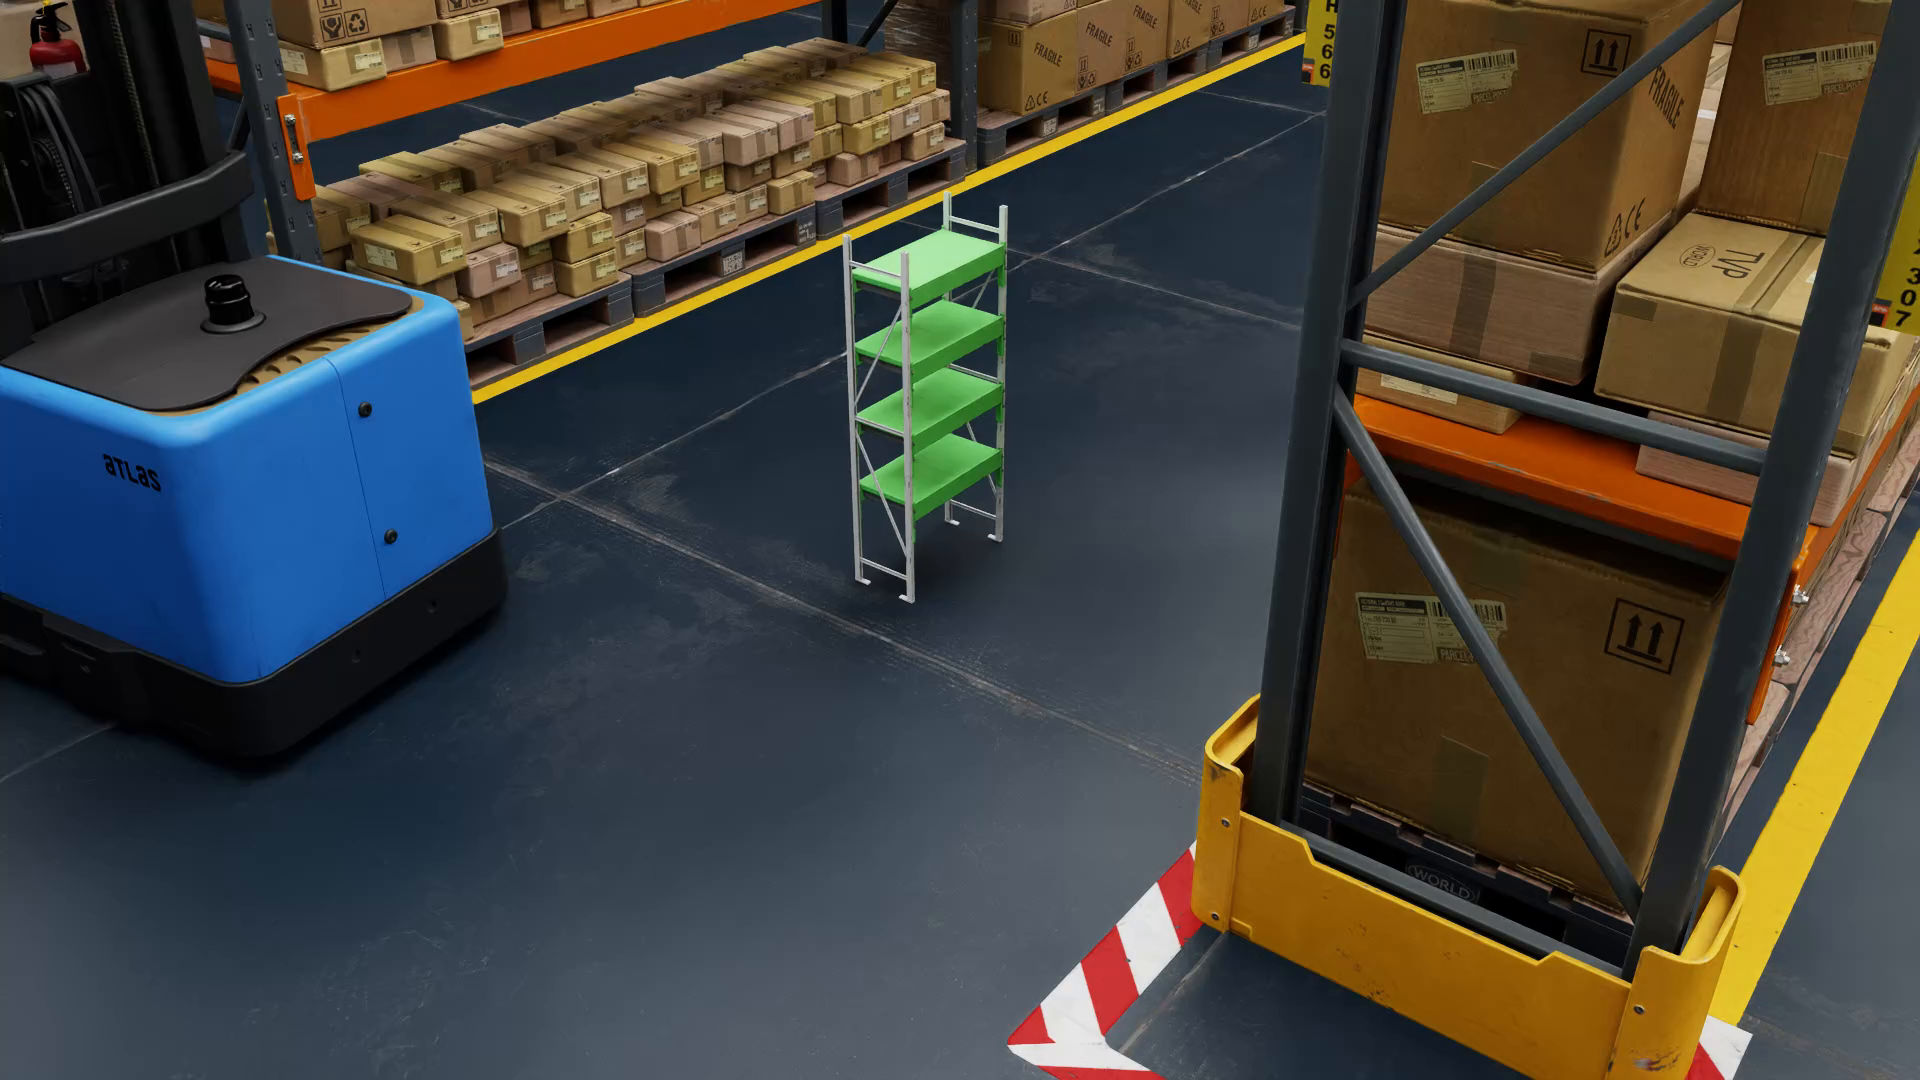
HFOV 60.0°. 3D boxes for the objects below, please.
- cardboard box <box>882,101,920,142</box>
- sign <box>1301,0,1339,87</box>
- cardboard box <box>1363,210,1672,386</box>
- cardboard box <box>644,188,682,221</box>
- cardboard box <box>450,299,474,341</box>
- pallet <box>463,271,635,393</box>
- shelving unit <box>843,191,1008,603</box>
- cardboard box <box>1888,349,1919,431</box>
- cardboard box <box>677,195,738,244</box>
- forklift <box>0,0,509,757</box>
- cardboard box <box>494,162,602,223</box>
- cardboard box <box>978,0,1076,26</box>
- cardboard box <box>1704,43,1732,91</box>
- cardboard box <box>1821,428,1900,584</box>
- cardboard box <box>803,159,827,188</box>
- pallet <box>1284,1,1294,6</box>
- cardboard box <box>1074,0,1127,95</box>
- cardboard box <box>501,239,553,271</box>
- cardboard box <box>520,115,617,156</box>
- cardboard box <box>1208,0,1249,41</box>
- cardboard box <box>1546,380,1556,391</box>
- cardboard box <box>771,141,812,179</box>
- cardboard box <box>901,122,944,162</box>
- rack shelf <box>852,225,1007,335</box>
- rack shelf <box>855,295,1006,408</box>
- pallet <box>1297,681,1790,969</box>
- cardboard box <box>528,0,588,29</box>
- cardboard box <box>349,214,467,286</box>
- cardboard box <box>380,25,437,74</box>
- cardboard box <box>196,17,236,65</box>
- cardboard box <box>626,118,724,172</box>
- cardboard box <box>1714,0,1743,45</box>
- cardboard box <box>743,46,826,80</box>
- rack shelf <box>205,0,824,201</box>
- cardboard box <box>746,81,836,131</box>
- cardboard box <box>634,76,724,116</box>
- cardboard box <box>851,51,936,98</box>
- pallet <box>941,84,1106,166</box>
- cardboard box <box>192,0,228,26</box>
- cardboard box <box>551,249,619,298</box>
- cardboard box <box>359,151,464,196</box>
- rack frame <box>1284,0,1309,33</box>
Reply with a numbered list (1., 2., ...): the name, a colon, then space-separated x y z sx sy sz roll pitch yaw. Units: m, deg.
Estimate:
1. cardboard box: -0.431 -2.193 8.600 0.380 0.149 0.250 19 36 29
2. sign: 0.714 -1.029 3.177 0.100 0.325 0.005 21 37 31
3. cardboard box: 1.219 -0.599 3.674 0.500 0.250 0.500 20 36 31
4. cardboard box: -1.490 -1.592 7.587 0.380 0.149 0.250 23 38 34
5. cardboard box: -2.184 -0.893 6.699 0.380 0.149 0.250 22 37 32
6. pallet: -2.191 -0.975 7.188 1.003 0.211 1.213 21 37 31
7. shelving unit: -0.100 -0.449 5.331 0.258 1.200 0.503 21 37 31
8. cardboard box: 1.924 -0.400 3.730 0.380 0.149 0.250 20 36 30
9. cardboard box: -1.260 -1.526 7.767 0.380 0.149 0.250 21 37 31
10. forklift: -2.985 -1.187 4.878 3.031 2.935 1.130 16 34 25
11. cardboard box: -1.759 -1.481 7.108 0.380 0.149 0.250 19 36 29
12. cardboard box: 0.316 -3.097 9.338 0.500 0.250 0.500 19 36 29
13. cardboard box: 2.144 -1.225 4.730 0.500 0.250 0.500 21 37 31
14. cardboard box: 2.547 -0.540 5.391 0.875 0.875 0.875 21 37 31
15. cardboard box: -0.893 -1.863 8.336 0.380 0.149 0.250 20 36 30
16. pallet: 2.610 -4.174 12.586 1.003 0.211 1.213 21 37 31
17. cardboard box: 0.635 -2.990 9.893 0.500 0.500 0.500 23 38 33
18. cardboard box: -1.947 -1.261 7.028 0.380 0.149 0.250 22 37 32
19. cardboard box: -1.813 -1.842 7.716 0.380 0.149 0.250 20 36 30
20. cardboard box: 1.569 -3.624 10.962 0.500 0.500 0.500 23 38 33
21. cardboard box: 1.246 -0.501 3.900 0.380 0.149 0.250 22 37 32
22. cardboard box: -0.946 -1.897 8.101 0.380 0.149 0.250 22 37 32
23. cardboard box: -0.306 -2.140 8.803 0.380 0.149 0.250 22 37 32
24. rack shelf: -0.100 -0.807 5.118 0.258 0.148 0.480 21 37 31
25. rack shelf: -0.100 -0.600 5.241 0.258 0.148 0.480 21 37 31
26. pallet: 1.559 0.594 4.541 1.003 0.211 1.213 21 37 31
27. cardboard box: -1.742 -2.206 6.777 0.380 0.149 0.250 21 36 31
28. cardboard box: -2.168 -1.143 6.537 0.380 0.149 0.250 19 36 29
29. cardboard box: -2.177 -1.863 6.198 0.380 0.149 0.250 23 37 33
30. cardboard box: -2.784 -1.936 6.321 0.380 0.149 0.250 21 37 31
31. cardboard box: -1.314 -1.816 7.672 0.380 0.149 0.250 21 37 31
32. cardboard box: 2.446 -1.742 4.867 0.500 0.500 0.500 20 36 30
33. cardboard box: -0.927 -2.490 8.811 0.380 0.149 0.250 23 38 34
34. rack shelf: -1.548 -2.328 7.441 1.077 0.370 4.000 21 37 31
35. cardboard box: -0.834 -2.135 8.211 0.380 0.149 0.250 22 37 33
36. cardboard box: -1.398 -2.181 8.289 0.380 0.149 0.250 22 37 32
37. cardboard box: -0.348 -2.436 8.718 0.380 0.149 0.250 22 37 33
38. pallet: 0.128 -2.568 9.875 1.003 0.211 1.213 21 37 31
39. cardboard box: -2.689 -2.257 6.227 0.500 0.500 0.500 22 37 32
40. cardboard box: -1.705 -1.198 7.213 0.380 0.149 0.250 22 37 32
41. cardboard box: -2.385 -1.557 7.235 0.380 0.149 0.250 20 36 30
42. rack frame: 2.074 -5.076 11.373 1.000 3.000 0.127 21 37 31
